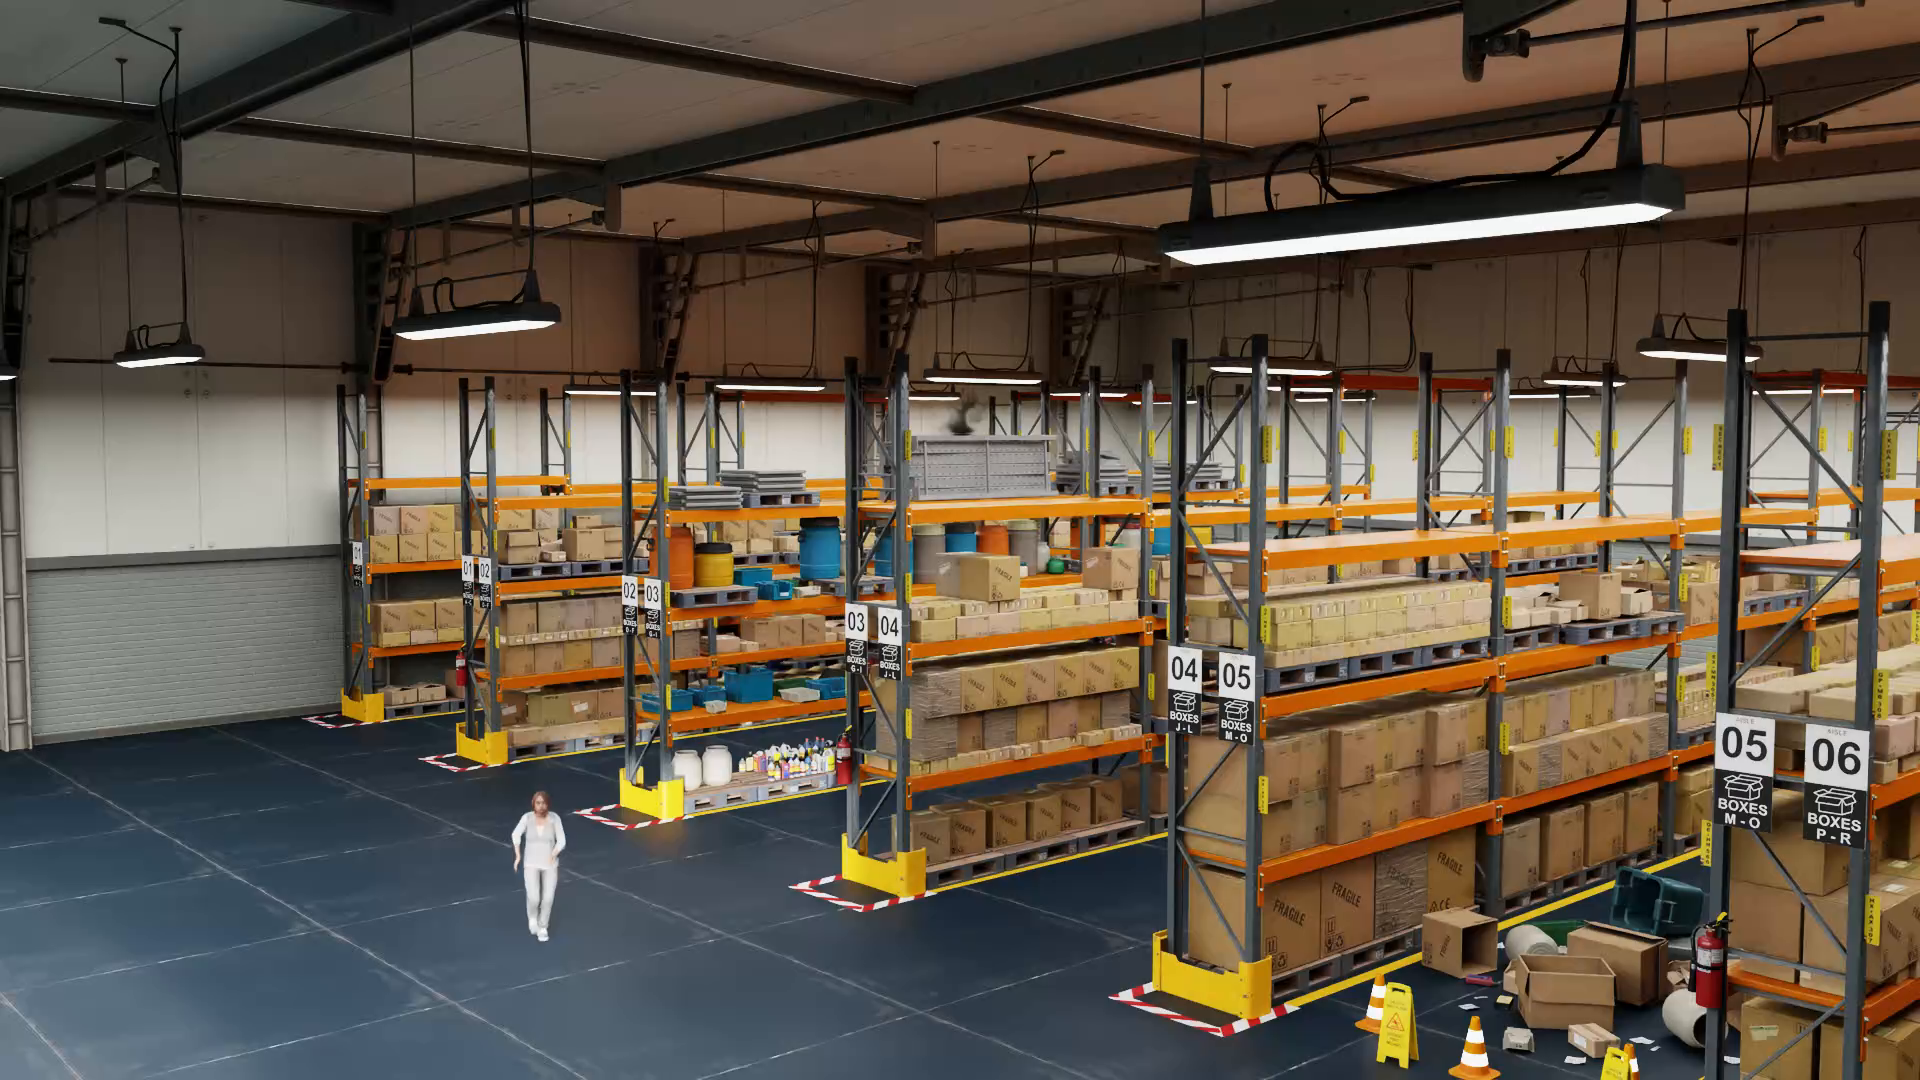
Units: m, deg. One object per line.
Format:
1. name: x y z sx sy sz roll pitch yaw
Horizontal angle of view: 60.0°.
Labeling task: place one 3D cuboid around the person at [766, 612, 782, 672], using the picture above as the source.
1. person: -3.663 2.215 32.600 0.591 1.618 0.576 3 5 41

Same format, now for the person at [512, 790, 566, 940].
1. person: -4.220 3.287 16.697 0.517 1.557 0.628 -1 4 -17

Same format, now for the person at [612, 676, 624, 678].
1. person: -6.025 2.398 29.437 0.570 1.777 0.849 3 5 39
